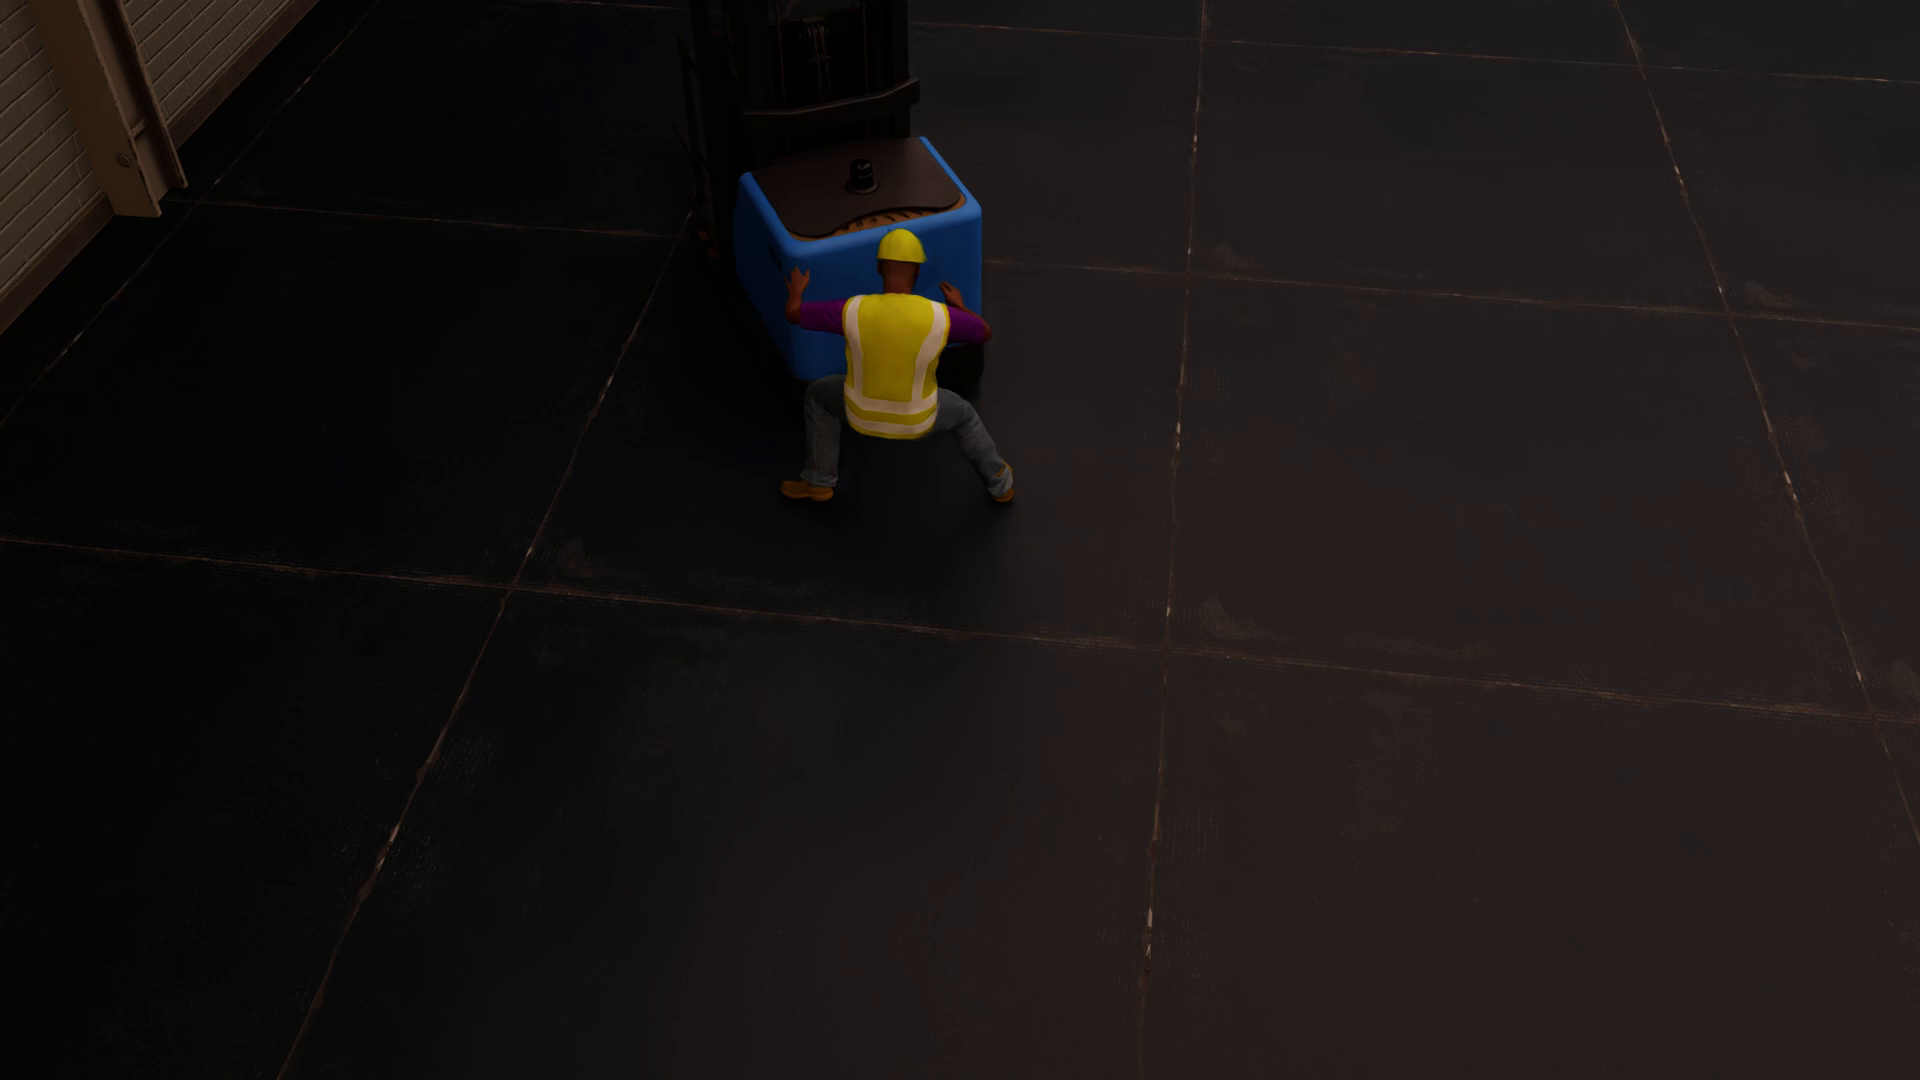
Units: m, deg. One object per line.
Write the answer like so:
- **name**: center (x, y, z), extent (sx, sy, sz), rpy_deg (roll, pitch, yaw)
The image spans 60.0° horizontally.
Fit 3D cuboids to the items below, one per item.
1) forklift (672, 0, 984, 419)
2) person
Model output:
- **forklift**: center (-0.909, -2.696, 8.659), extent (1.130, 2.935, 3.031), rpy_deg (-16, 45, -16)
- **person**: center (-0.307, -0.780, 7.615), extent (1.133, 1.528, 0.735), rpy_deg (4, 43, 5)
